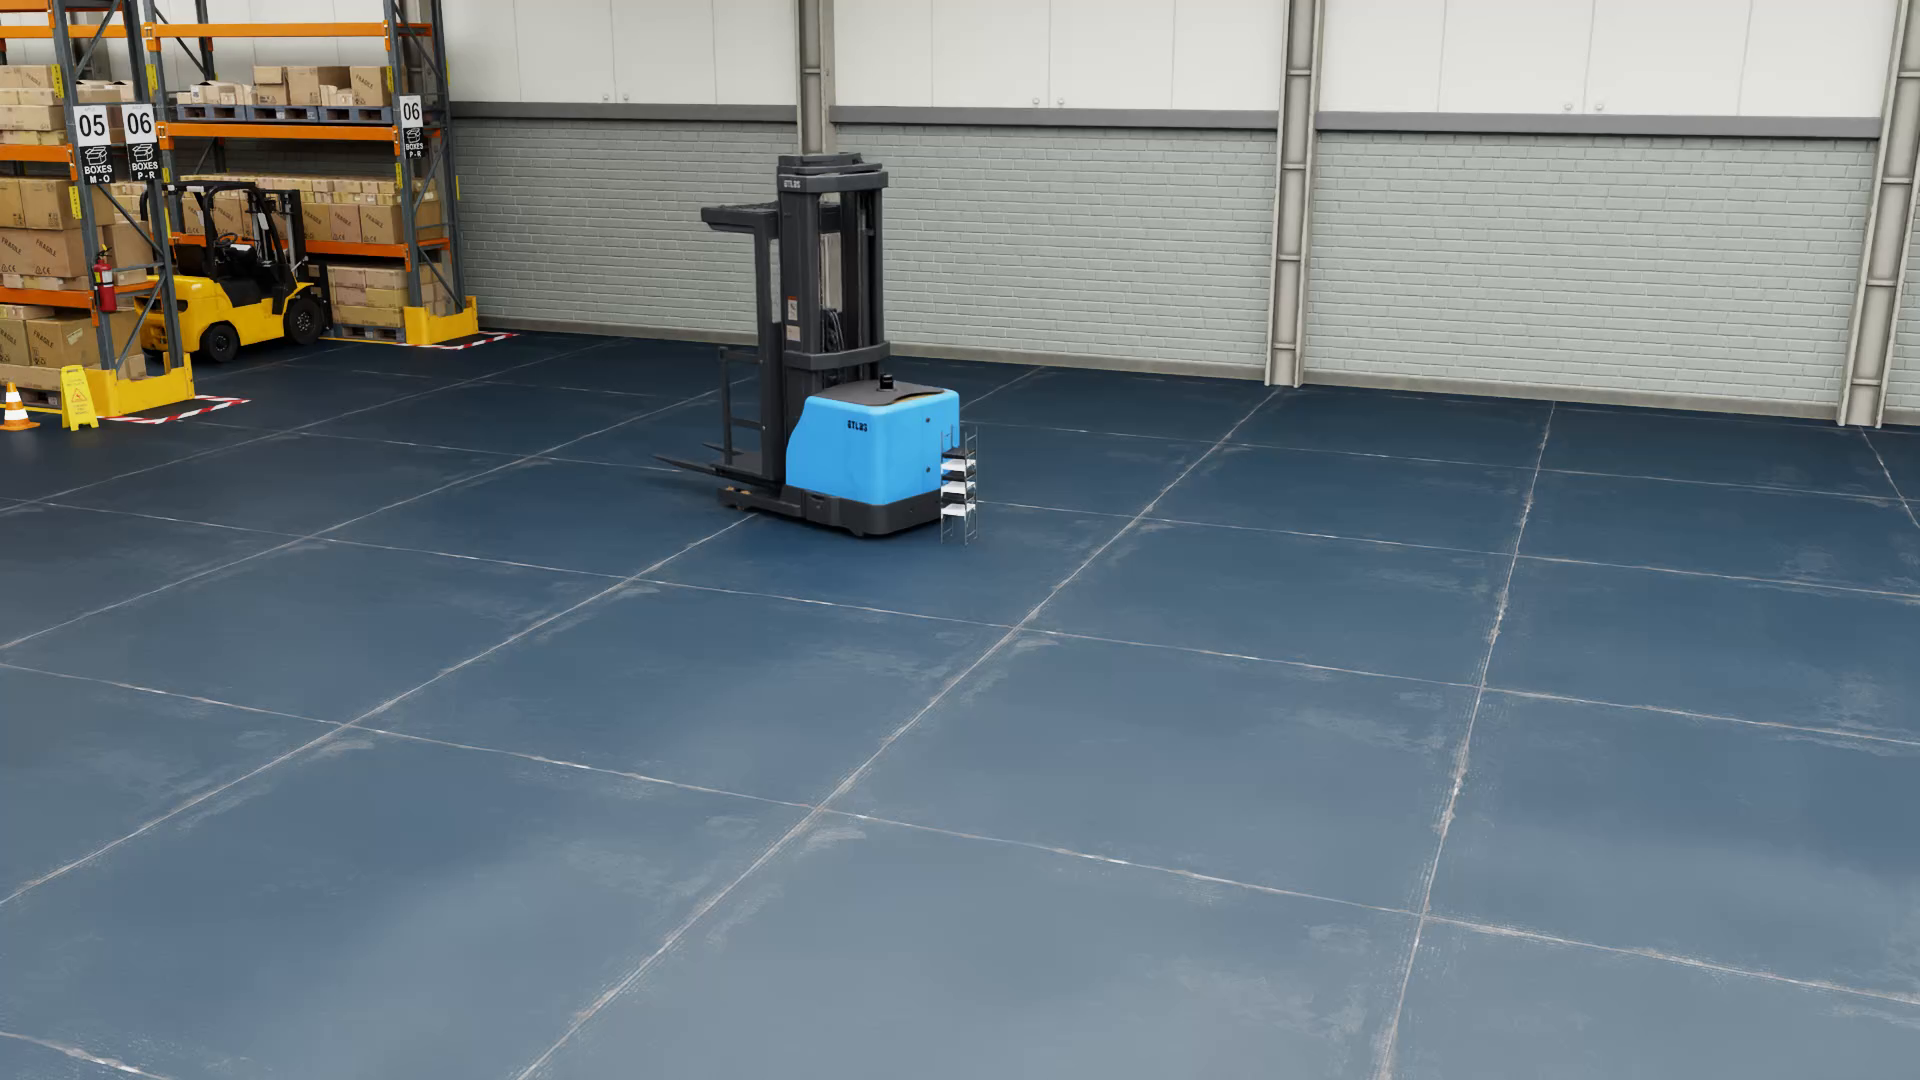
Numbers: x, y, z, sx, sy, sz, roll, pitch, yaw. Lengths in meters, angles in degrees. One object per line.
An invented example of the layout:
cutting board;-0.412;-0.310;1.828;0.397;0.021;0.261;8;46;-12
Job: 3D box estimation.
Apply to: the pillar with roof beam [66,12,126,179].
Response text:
pillar with roof beam;-14.533;-6.873;20.709;0.400;9.000;9.100;6;17;21

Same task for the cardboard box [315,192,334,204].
cardboard box;-8.440;-4.617;22.353;0.250;0.149;0.380;6;17;19

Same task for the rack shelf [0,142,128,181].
rack shelf;-10.734;-4.202;18.177;4.000;0.370;1.077;6;17;21

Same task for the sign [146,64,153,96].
sign;-8.674;-4.903;17.735;0.005;0.325;0.100;6;17;21

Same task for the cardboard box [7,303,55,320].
cardboard box;-10.080;-2.490;18.039;0.250;0.149;0.380;7;18;22

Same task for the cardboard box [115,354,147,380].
cardboard box;-9.522;-1.938;18.647;0.500;0.250;0.500;6;17;20

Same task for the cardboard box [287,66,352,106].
cardboard box;-8.473;-6.041;22.110;0.500;0.500;0.700;6;17;21

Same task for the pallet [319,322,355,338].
pallet;-8.913;-3.044;23.279;1.213;0.211;1.003;6;17;21

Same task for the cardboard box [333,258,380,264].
cardboard box;-8.360;-3.754;23.109;0.500;0.250;0.500;6;17;20

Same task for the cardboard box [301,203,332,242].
cardboard box;-8.565;-4.328;22.523;0.500;0.500;0.500;6;17;20

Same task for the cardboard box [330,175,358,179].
cardboard box;-8.458;-4.943;22.944;0.250;0.149;0.380;6;17;19

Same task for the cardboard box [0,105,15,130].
cardboard box;-9.911;-4.451;17.482;0.500;0.250;0.500;6;17;20

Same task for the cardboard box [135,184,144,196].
cardboard box;-11.422;-4.958;23.528;0.250;0.149;0.380;6;17;20

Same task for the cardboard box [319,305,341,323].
cardboard box;-8.530;-3.144;22.802;0.500;0.250;0.500;6;17;21

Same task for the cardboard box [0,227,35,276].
cardboard box;-9.943;-3.130;17.861;0.500;0.500;0.500;6;17;21

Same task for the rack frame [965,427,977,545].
rack frame;0.087;-0.423;13.015;0.006;0.900;0.240;6;17;21

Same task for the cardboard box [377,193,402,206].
cardboard box;-7.481;-4.512;21.994;0.250;0.149;0.380;7;17;21

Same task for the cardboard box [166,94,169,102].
cardboard box;-11.494;-6.307;23.655;0.250;0.149;0.380;6;17;21

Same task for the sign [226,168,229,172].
sign;-10.574;-5.197;24.000;0.005;0.325;0.100;6;17;21

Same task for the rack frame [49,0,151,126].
rack frame;-8.873;-5.783;16.954;0.127;3.000;1.000;6;17;21

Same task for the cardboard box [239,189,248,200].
cardboard box;-9.636;-4.741;22.780;0.250;0.149;0.380;6;17;20

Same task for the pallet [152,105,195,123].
pallet;-11.602;-6.035;23.543;1.217;0.209;0.805;6;17;18

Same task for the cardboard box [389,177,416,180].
cardboard box;-7.514;-4.826;22.539;0.250;0.149;0.380;7;18;23

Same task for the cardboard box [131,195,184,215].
cardboard box;-11.327;-4.751;23.532;0.500;0.250;0.500;6;17;19

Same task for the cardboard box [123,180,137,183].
cardboard box;-11.954;-5.170;24.259;0.250;0.149;0.380;6;17;21

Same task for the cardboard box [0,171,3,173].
cardboard box;-14.919;-5.351;25.294;0.500;0.500;0.500;7;18;23

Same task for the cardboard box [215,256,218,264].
cardboard box;-10.441;-3.830;23.370;0.500;0.250;0.500;6;17;20

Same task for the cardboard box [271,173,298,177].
cardboard box;-9.409;-5.046;23.299;0.250;0.149;0.380;6;17;20

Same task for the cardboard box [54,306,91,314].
cardboard box;-10.032;-2.352;18.730;0.500;0.500;0.500;6;17;19

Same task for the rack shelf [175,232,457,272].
rack shelf;-8.916;-4.049;23.031;4.000;0.370;1.077;6;17;21

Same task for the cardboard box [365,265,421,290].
cardboard box;-7.598;-3.518;22.295;0.500;0.250;0.500;7;18;22

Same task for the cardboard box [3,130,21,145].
cardboard box;-9.786;-4.239;17.466;0.250;0.149;0.380;7;18;22

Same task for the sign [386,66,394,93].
sign;-7.267;-5.878;21.216;0.005;0.325;0.100;6;17;21

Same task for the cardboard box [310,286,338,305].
cardboard box;-8.573;-3.381;22.723;0.500;0.250;0.500;6;17;19

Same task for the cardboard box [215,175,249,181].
cardboard box;-10.072;-4.965;23.019;0.250;0.149;0.380;6;17;20

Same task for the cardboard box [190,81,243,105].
cardboard box;-10.092;-6.098;22.647;0.500;0.311;0.500;7;17;22

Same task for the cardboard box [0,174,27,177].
cardboard box;-10.409;-3.648;17.854;0.500;0.500;0.700;6;17;20

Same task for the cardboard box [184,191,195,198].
cardboard box;-10.576;-4.858;23.184;0.250;0.149;0.380;6;17;20

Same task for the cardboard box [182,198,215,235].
cardboard box;-10.459;-4.534;23.232;0.500;0.500;0.500;6;17;19

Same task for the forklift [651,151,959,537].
forklift;-1.433;-1.754;13.959;3.031;2.935;1.130;14;21;39

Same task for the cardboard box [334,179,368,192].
cardboard box;-8.164;-4.756;22.300;0.250;0.149;0.380;6;17;21

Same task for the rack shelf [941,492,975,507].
rack shelf;-0.008;-0.315;13.085;0.200;0.077;0.258;6;17;21

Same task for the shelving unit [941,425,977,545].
shelving unit;-0.008;-0.433;13.051;0.210;0.900;0.258;6;17;21

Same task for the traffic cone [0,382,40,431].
traffic cone;-9.746;-1.393;17.143;0.334;0.463;0.336;6;17;21

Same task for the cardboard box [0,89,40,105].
cardboard box;-9.766;-4.621;17.350;0.250;0.149;0.380;6;17;20

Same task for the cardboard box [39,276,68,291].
cardboard box;-9.576;-2.762;17.756;0.250;0.149;0.380;6;17;20

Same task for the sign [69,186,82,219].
sign;-9.095;-3.468;17.096;0.005;0.325;0.100;6;17;21

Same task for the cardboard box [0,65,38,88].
cardboard box;-13.407;-6.584;23.979;0.500;0.500;0.700;6;17;20

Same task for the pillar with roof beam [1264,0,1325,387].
pillar with roof beam;2.211;-5.032;14.366;0.400;9.000;9.100;6;17;21

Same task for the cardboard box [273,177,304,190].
cardboard box;-9.123;-4.860;22.657;0.250;0.149;0.380;6;17;21

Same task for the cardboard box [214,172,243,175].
cardboard box;-10.368;-5.147;23.647;0.250;0.149;0.380;6;17;21

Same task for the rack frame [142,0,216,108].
rack frame;-10.776;-7.480;22.799;0.127;3.000;1.000;6;17;21
